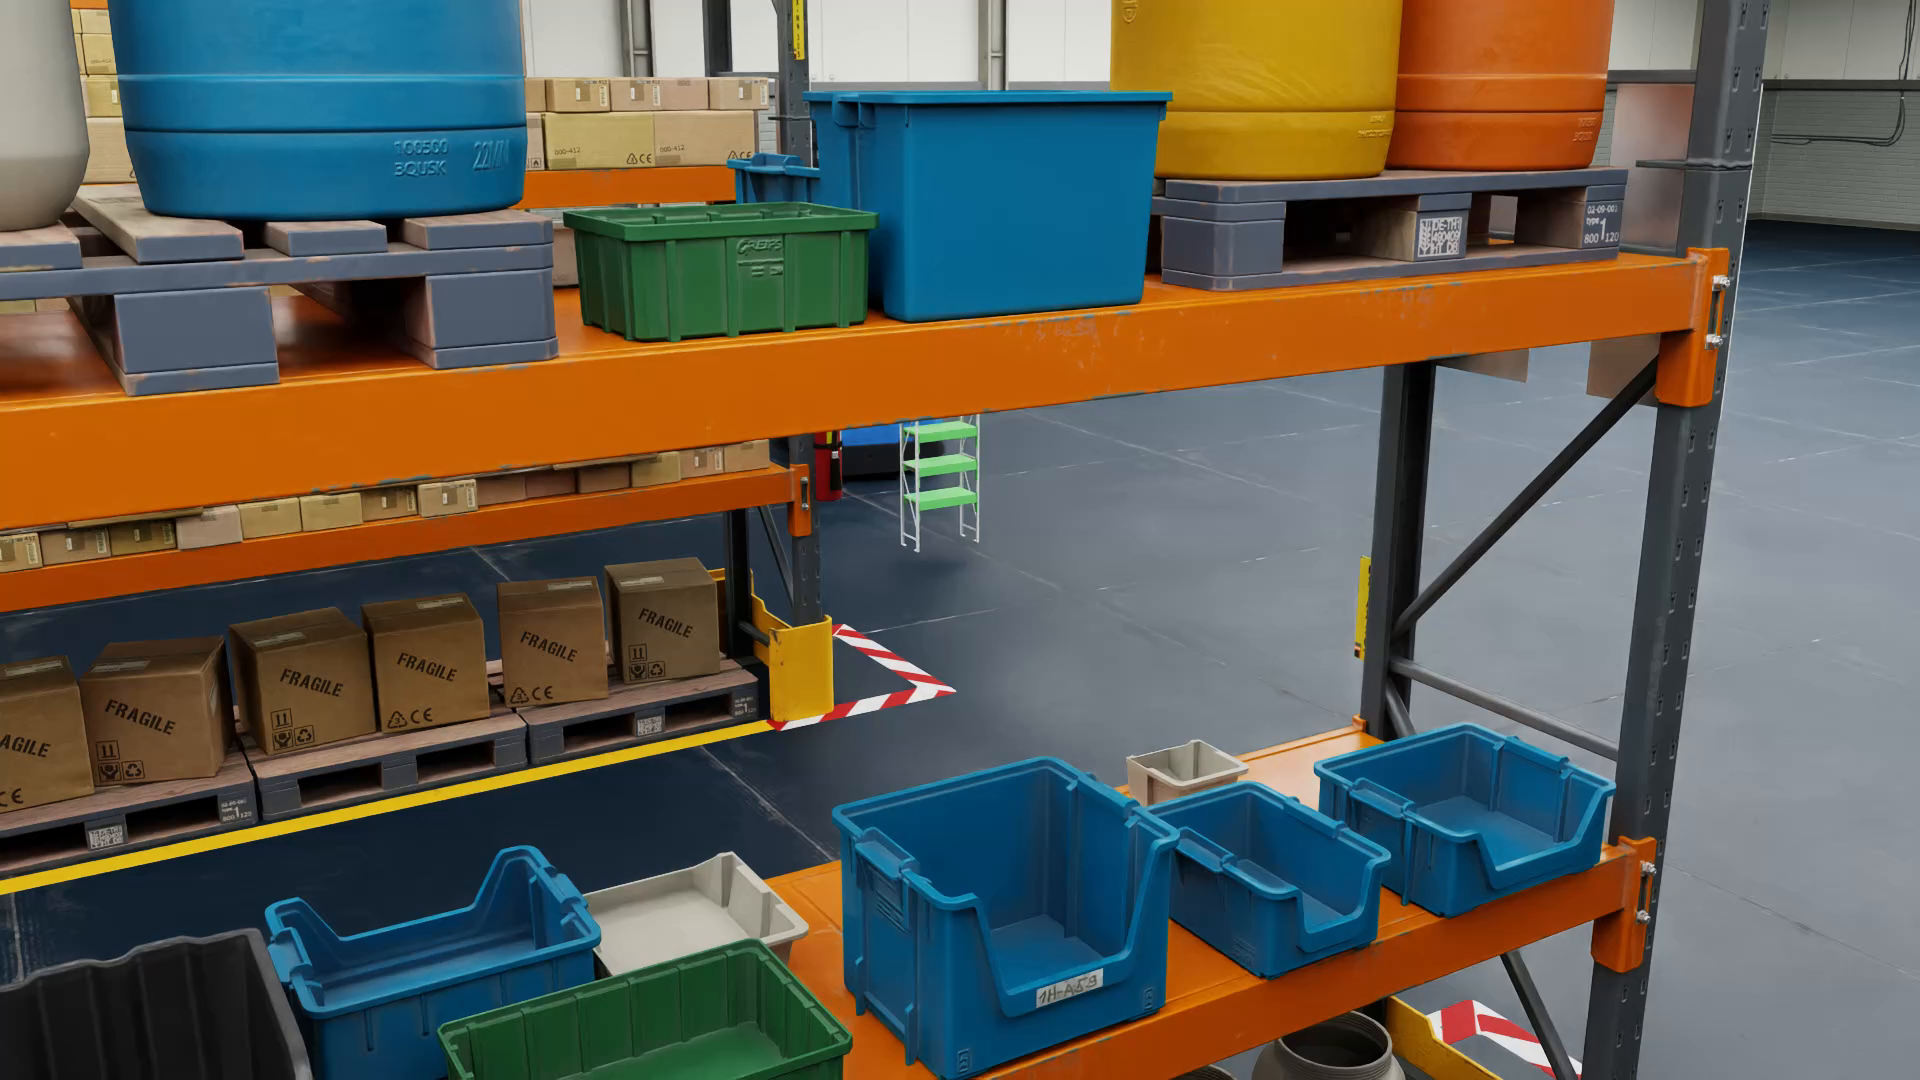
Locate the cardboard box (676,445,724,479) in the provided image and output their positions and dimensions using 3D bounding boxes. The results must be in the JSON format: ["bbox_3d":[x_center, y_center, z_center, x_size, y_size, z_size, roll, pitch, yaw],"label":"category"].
[{"bbox_3d":[-1.375,-0.426,8.337,0.250,0.149,0.380,-9,18,-30],"label":"cardboard box"}]

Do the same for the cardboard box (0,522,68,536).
[{"bbox_3d":[-4.033,-0.352,6.873,0.500,0.500,0.875,-9,18,-30],"label":"cardboard box"}]

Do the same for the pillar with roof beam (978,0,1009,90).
[{"bbox_3d":[2.757,-7.782,22.999,0.400,9.000,9.100,-9,18,-30],"label":"pillar with roof beam"}]

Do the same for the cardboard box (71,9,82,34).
[{"bbox_3d":[-5.779,-3.310,10.629,0.250,0.149,0.380,-10,18,-31],"label":"cardboard box"}]

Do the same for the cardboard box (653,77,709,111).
[{"bbox_3d":[-1.383,-2.113,7.872,0.250,0.149,0.380,-10,18,-32],"label":"cardboard box"}]

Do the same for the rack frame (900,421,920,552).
[{"bbox_3d":[-0.351,-0.521,11.545,0.015,1.200,0.240,-9,18,-30],"label":"rack frame"}]

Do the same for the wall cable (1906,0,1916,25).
[{"bbox_3d":[20.569,-11.694,33.353,0.112,2.526,3.097,-9,18,-30],"label":"wall cable"}]

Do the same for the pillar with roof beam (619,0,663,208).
[{"bbox_3d":[-2.386,-6.948,20.024,0.400,9.000,9.100,-9,18,-30],"label":"pillar with roof beam"}]

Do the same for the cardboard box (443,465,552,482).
[{"bbox_3d":[-2.325,-0.633,7.875,0.500,0.500,0.875,-9,18,-30],"label":"cardboard box"}]

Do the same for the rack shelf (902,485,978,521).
[{"bbox_3d":[-0.142,-0.262,11.748,0.480,0.148,0.258,-9,18,-30],"label":"rack shelf"}]

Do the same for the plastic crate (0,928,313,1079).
[{"bbox_3d":[-1.386,1.020,2.830,0.504,0.338,0.767,-9,18,-30],"label":"plastic crate"}]

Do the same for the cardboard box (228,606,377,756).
[{"bbox_3d":[-3.109,0.656,7.864,0.500,0.500,0.500,-11,19,-35],"label":"cardboard box"}]

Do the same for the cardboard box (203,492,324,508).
[{"bbox_3d":[-3.210,-0.507,7.423,0.500,0.500,0.875,-9,18,-30],"label":"cardboard box"}]

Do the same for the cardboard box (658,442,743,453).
[{"bbox_3d":[-1.508,-0.790,8.435,0.500,0.500,0.875,-9,18,-30],"label":"cardboard box"}]

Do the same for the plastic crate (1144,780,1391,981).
[{"bbox_3d":[0.694,0.776,3.858,0.408,0.251,0.499,-9,18,-30],"label":"plastic crate"}]

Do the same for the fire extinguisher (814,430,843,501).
[{"bbox_3d":[-0.687,-0.541,8.425,0.183,0.674,0.296,-9,18,-30],"label":"fire extinguisher"}]

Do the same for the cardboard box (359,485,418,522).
[{"bbox_3d":[-2.642,-0.209,7.563,0.250,0.149,0.380,-9,18,-30],"label":"cardboard box"}]

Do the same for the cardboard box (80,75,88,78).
[{"bbox_3d":[-5.781,-2.926,10.734,0.250,0.149,0.380,-10,18,-31],"label":"cardboard box"}]

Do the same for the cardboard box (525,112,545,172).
[{"bbox_3d":[-2.175,-1.776,7.408,0.500,0.250,0.500,-9,18,-28],"label":"cardboard box"}]

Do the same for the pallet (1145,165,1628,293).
[{"bbox_3d":[0.769,-0.784,3.942,1.213,0.211,1.003,-9,18,-30],"label":"pallet"}]

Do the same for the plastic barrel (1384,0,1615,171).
[{"bbox_3d":[1.178,-1.279,3.785,0.708,0.830,0.600,-9,18,-30],"label":"plastic barrel"}]

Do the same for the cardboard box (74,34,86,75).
[{"bbox_3d":[-5.924,-3.114,10.667,0.500,0.250,0.500,-9,18,-30],"label":"cardboard box"}]

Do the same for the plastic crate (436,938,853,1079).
[{"bbox_3d":[-0.591,1.012,3.136,0.662,0.188,0.450,-9,18,-30],"label":"plastic crate"}]

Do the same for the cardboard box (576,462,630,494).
[{"bbox_3d":[-1.785,-0.348,8.059,0.250,0.149,0.380,-9,18,-30],"label":"cardboard box"}]

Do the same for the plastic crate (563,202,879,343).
[{"bbox_3d":[-0.407,-0.465,2.848,0.450,0.188,0.336,-9,18,-30],"label":"plastic crate"}]

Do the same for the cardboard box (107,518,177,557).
[{"bbox_3d":[-3.481,-0.062,7.039,0.250,0.149,0.380,-9,18,-30],"label":"cardboard box"}]

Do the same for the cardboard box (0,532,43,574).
[{"bbox_3d":[-3.891,0.016,6.760,0.250,0.149,0.380,-9,18,-30],"label":"cardboard box"}]

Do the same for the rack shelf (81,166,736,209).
[{"bbox_3d":[-2.736,-1.489,7.439,4.000,0.370,1.077,-9,18,-30],"label":"rack shelf"}]

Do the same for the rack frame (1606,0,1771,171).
[{"bbox_3d":[1.529,-2.412,3.841,0.127,3.000,1.000,-9,18,-30],"label":"rack frame"}]

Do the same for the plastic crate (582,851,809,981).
[{"bbox_3d":[-0.639,0.876,3.717,0.437,0.136,0.530,-9,18,-30],"label":"plastic crate"}]

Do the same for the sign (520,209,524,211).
[{"bbox_3d":[-3.222,-2.375,12.239,0.005,0.325,0.100,-9,18,-30],"label":"sign"}]

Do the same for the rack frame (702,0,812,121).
[{"bbox_3d":[-1.022,-3.557,7.929,0.127,3.000,1.000,-9,18,-30],"label":"rack frame"}]

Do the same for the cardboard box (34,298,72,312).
[{"bbox_3d":[-3.506,-0.859,6.829,0.500,0.500,0.500,-9,18,-30],"label":"cardboard box"}]

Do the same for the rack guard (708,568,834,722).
[{"bbox_3d":[-1.087,0.545,9.038,0.348,0.500,1.175,-9,18,-30],"label":"rack guard"}]

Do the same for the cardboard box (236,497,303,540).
[{"bbox_3d":[-3.053,-0.132,7.287,0.250,0.149,0.380,-9,18,-30],"label":"cardboard box"}]

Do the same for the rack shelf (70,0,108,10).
[{"bbox_3d":[-10.400,-6.181,19.363,4.000,0.370,1.077,-9,18,-30],"label":"rack shelf"}]

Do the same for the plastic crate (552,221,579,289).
[{"bbox_3d":[-0.732,-0.601,3.427,0.396,0.136,0.243,-9,18,-30],"label":"plastic crate"}]

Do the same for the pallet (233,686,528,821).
[{"bbox_3d":[-2.846,0.958,8.102,1.213,0.211,1.003,-9,18,-30],"label":"pallet"}]

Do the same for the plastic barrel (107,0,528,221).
[{"bbox_3d":[-0.992,-0.968,2.543,0.708,0.901,0.600,-9,18,-30],"label":"plastic barrel"}]

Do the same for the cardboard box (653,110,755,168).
[{"bbox_3d":[-1.304,-1.915,7.905,0.500,0.250,0.500,-9,18,-28],"label":"cardboard box"}]

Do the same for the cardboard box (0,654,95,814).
[{"bbox_3d":[-4.087,0.842,7.201,0.500,0.500,0.500,-10,18,-31],"label":"cardboard box"}]

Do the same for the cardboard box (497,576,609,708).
[{"bbox_3d":[-2.061,0.507,8.399,0.500,0.500,0.500,-4,16,-15],"label":"cardboard box"}]

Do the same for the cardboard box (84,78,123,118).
[{"bbox_3d":[-3.388,-1.780,6.686,0.250,0.149,0.380,-9,18,-28],"label":"cardboard box"}]

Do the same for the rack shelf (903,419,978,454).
[{"bbox_3d":[-0.142,-0.724,11.618,0.480,0.148,0.258,-9,18,-30],"label":"rack shelf"}]

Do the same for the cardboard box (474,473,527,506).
[{"bbox_3d":[-2.223,-0.283,7.827,0.250,0.149,0.380,-9,18,-30],"label":"cardboard box"}]

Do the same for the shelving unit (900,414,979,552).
[{"bbox_3d":[-0.142,-0.555,11.666,0.503,1.200,0.258,-9,18,-30],"label":"shelving unit"}]

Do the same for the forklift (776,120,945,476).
[{"bbox_3d":[-1.065,-2.282,14.621,1.130,2.935,3.031,-5,16,-17],"label":"forklift"}]

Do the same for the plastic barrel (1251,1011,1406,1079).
[{"bbox_3d":[1.004,1.582,4.540,0.421,0.512,0.421,0,16,0],"label":"plastic barrel"}]

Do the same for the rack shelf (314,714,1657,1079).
[{"bbox_3d":[-0.186,1.102,3.756,4.000,0.370,1.077,-9,18,-30],"label":"rack shelf"}]

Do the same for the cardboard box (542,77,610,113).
[{"bbox_3d":[-1.764,-2.009,7.502,0.250,0.149,0.380,-9,18,-29],"label":"cardboard box"}]

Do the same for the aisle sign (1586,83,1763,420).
[{"bbox_3d":[1.743,-0.716,4.090,0.004,0.787,0.394,-9,18,-30],"label":"aisle sign"}]

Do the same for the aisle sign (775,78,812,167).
[{"bbox_3d":[-0.814,-1.860,8.171,0.004,0.787,0.394,-9,18,-30],"label":"aisle sign"}]
